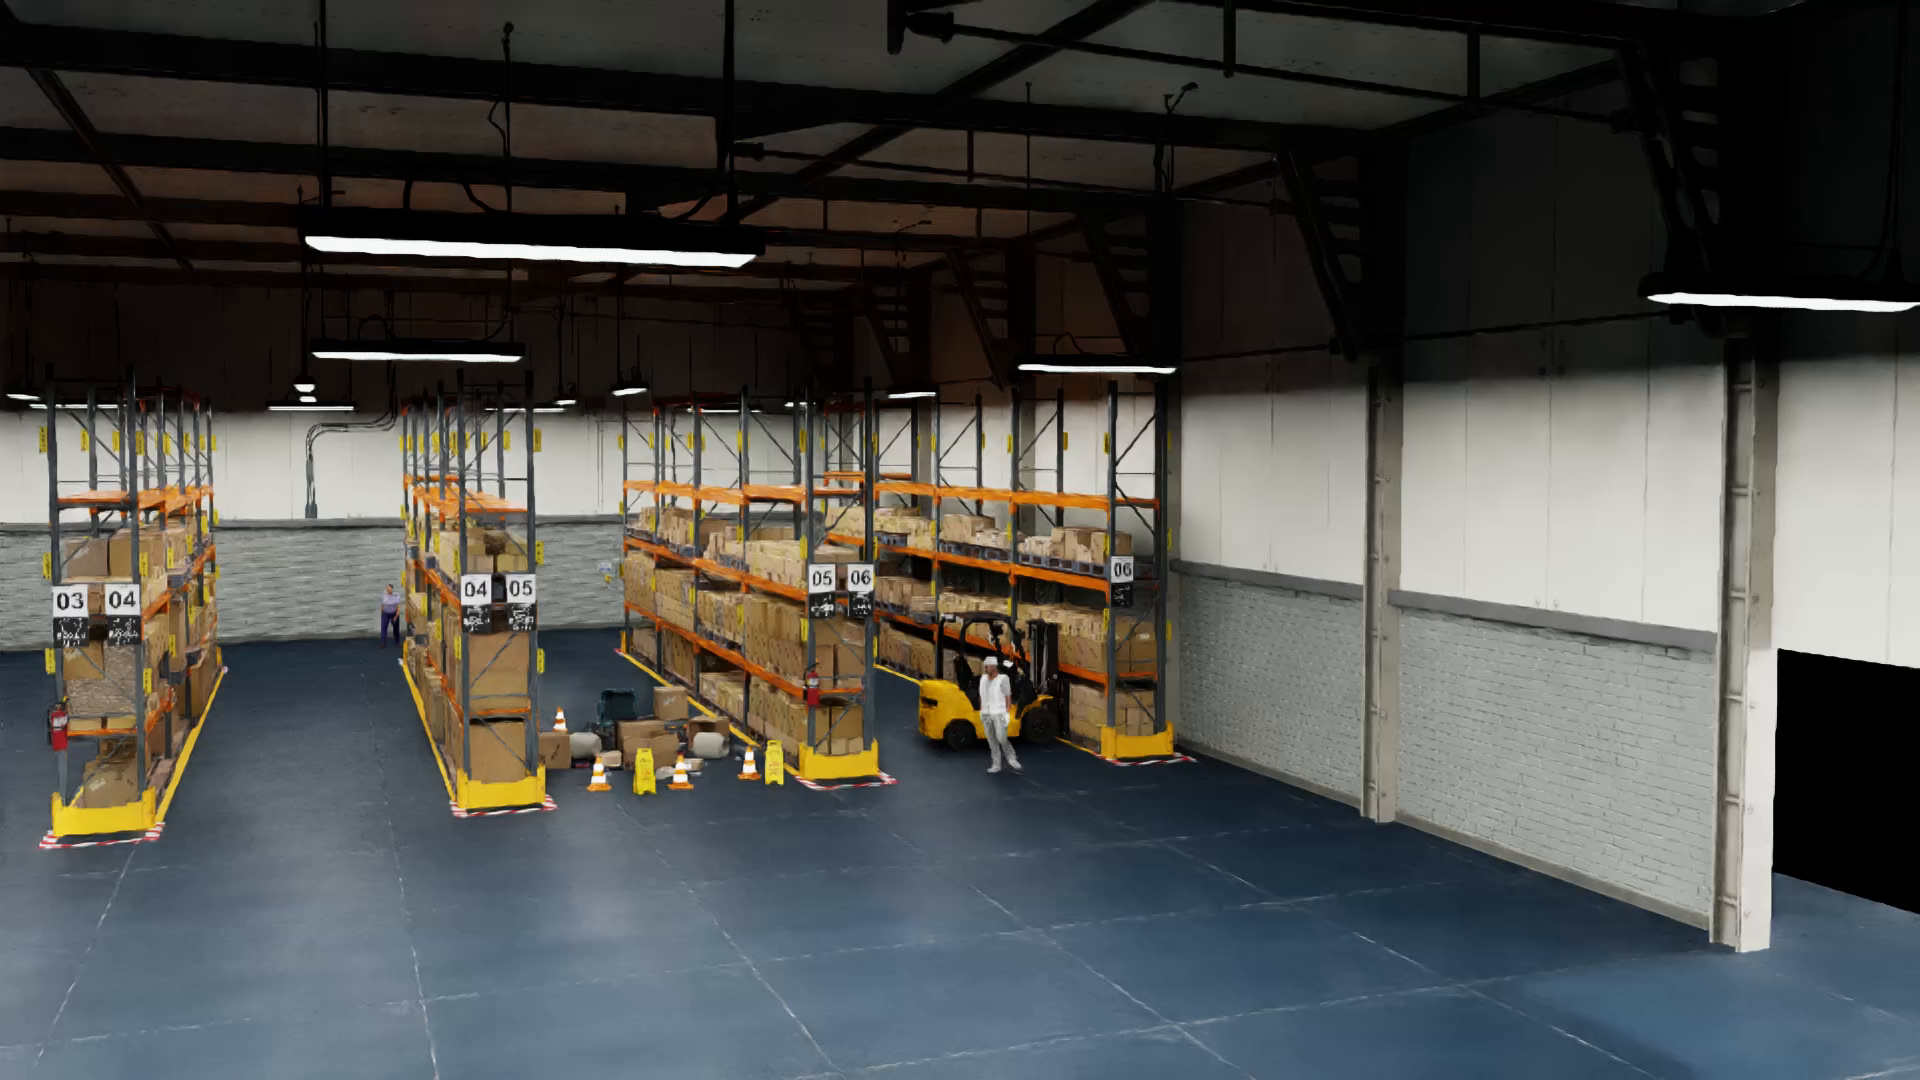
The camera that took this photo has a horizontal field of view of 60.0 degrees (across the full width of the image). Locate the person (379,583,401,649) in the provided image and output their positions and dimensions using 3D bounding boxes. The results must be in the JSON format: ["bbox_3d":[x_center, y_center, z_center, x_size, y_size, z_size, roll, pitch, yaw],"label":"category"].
[{"bbox_3d":[-13.826,1.844,40.400,0.478,1.566,1.004,-1,3,-11],"label":"person"}]

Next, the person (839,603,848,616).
[{"bbox_3d":[-2.868,1.637,42.771,0.584,1.745,0.586,2,4,36],"label":"person"}]

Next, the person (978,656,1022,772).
[{"bbox_3d":[0.583,2.631,25.166,0.712,1.776,0.463,2,4,34],"label":"person"}]
